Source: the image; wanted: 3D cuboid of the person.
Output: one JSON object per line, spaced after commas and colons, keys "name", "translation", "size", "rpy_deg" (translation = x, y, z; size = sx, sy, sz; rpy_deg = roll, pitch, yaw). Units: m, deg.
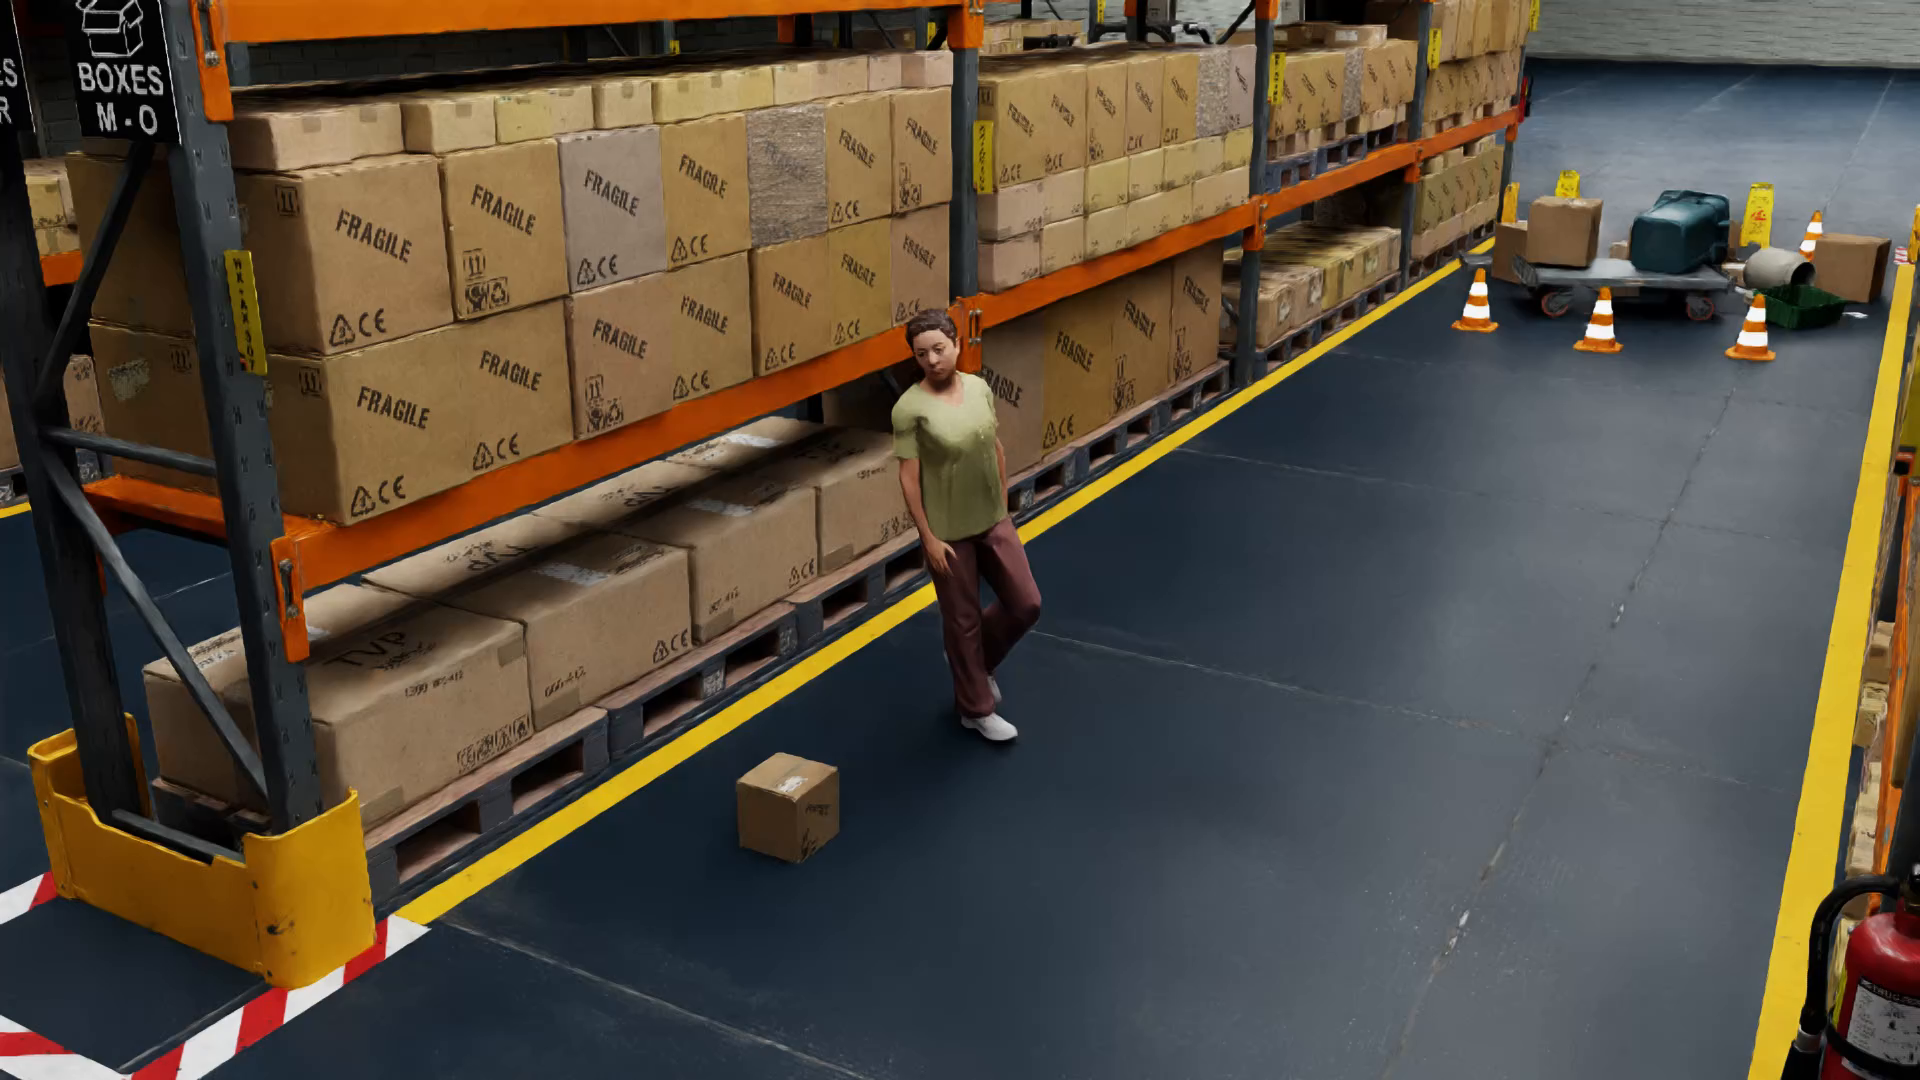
{"name": "person", "translation": [-0.002, -0.045, 6.195], "size": [0.525, 1.653, 0.478], "rpy_deg": [-11, 22, -27]}
